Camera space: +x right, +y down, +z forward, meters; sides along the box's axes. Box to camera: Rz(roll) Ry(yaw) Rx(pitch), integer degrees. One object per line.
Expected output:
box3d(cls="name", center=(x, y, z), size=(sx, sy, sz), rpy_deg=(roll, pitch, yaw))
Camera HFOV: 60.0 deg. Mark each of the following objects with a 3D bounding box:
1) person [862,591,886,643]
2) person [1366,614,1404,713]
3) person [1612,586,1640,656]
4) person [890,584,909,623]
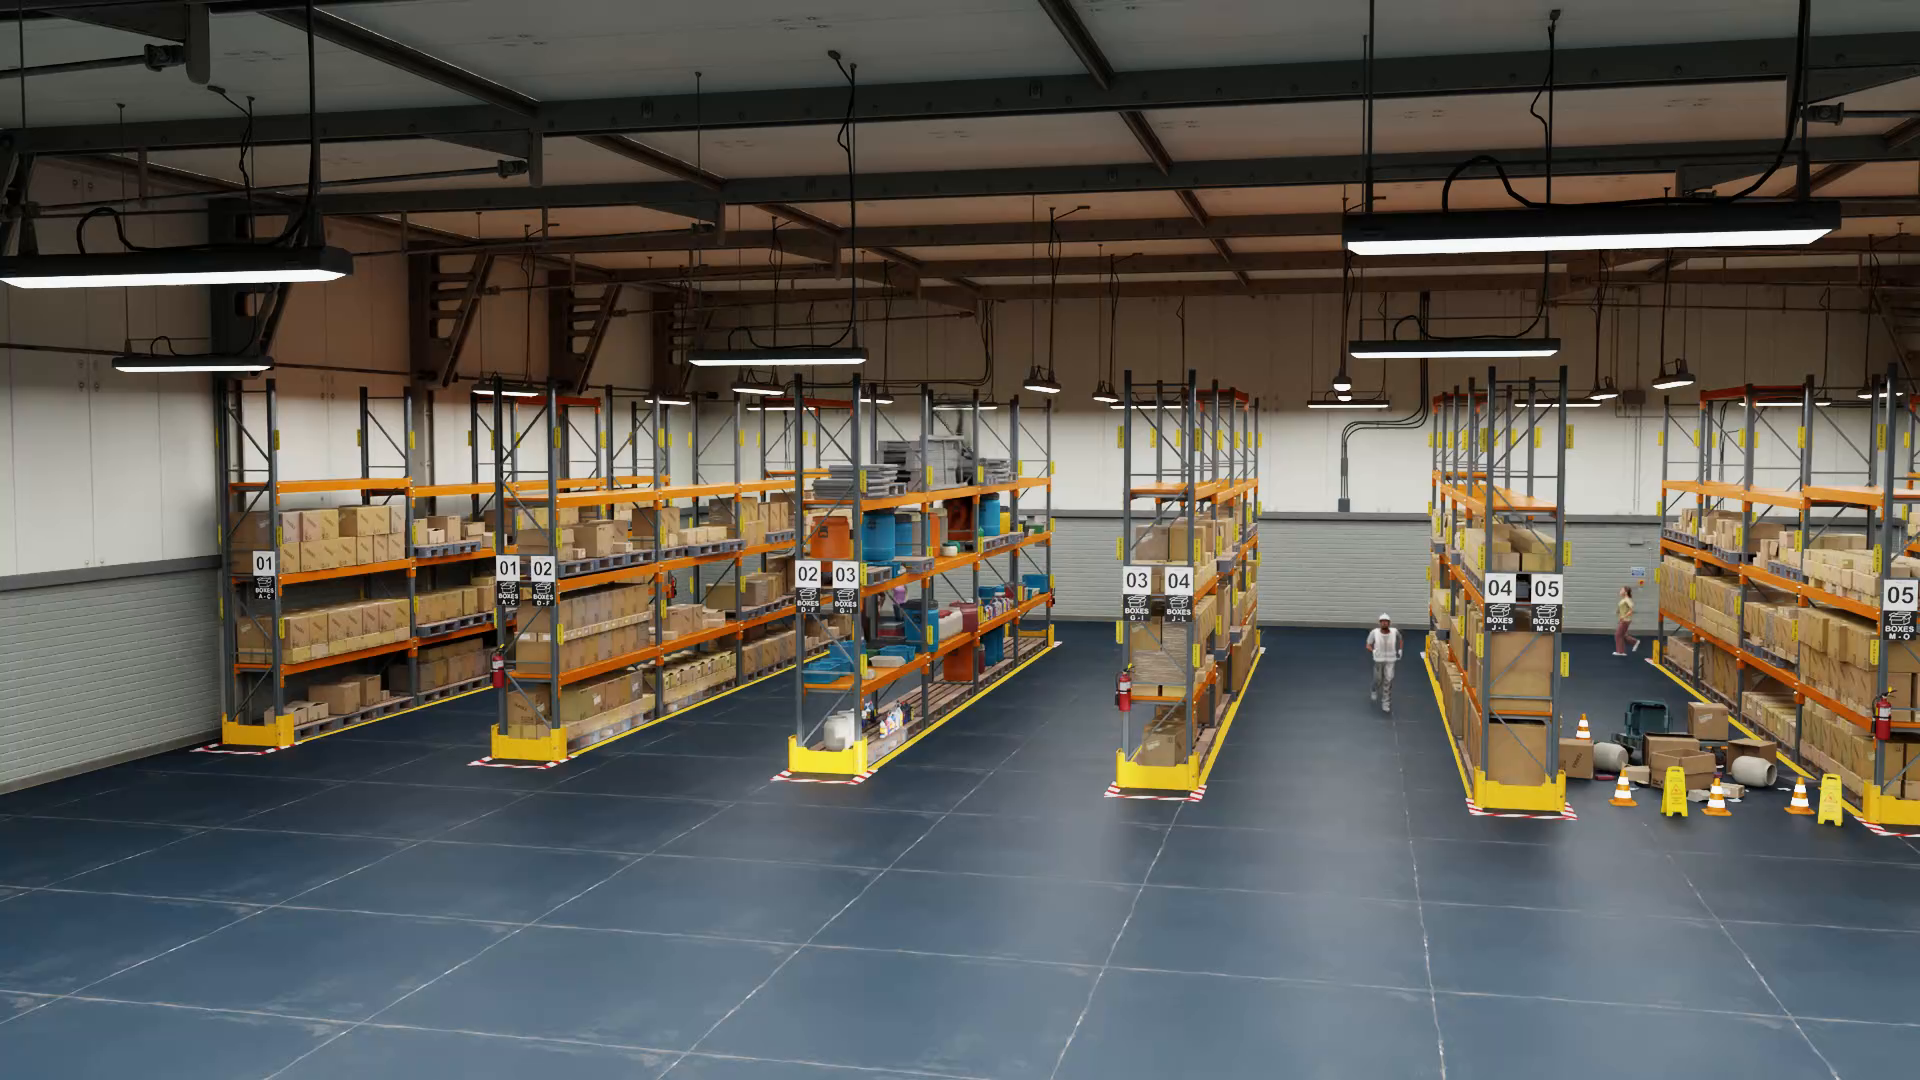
box3d(cls="person", center=(-1.986, 1.681, 36.085), size=(0.710, 1.824, 0.983), rpy_deg=(0, 3, 2))
box3d(cls="person", center=(7.911, 2.264, 30.975), size=(0.691, 1.782, 0.930), rpy_deg=(1, 3, 10))
box3d(cls="person", center=(15.453, 1.878, 38.493), size=(0.618, 1.626, 0.574), rpy_deg=(1, 4, 12))
box3d(cls="person", center=(-1.546, 1.646, 42.748), size=(0.555, 1.573, 0.602), rpy_deg=(-1, 4, -16))
